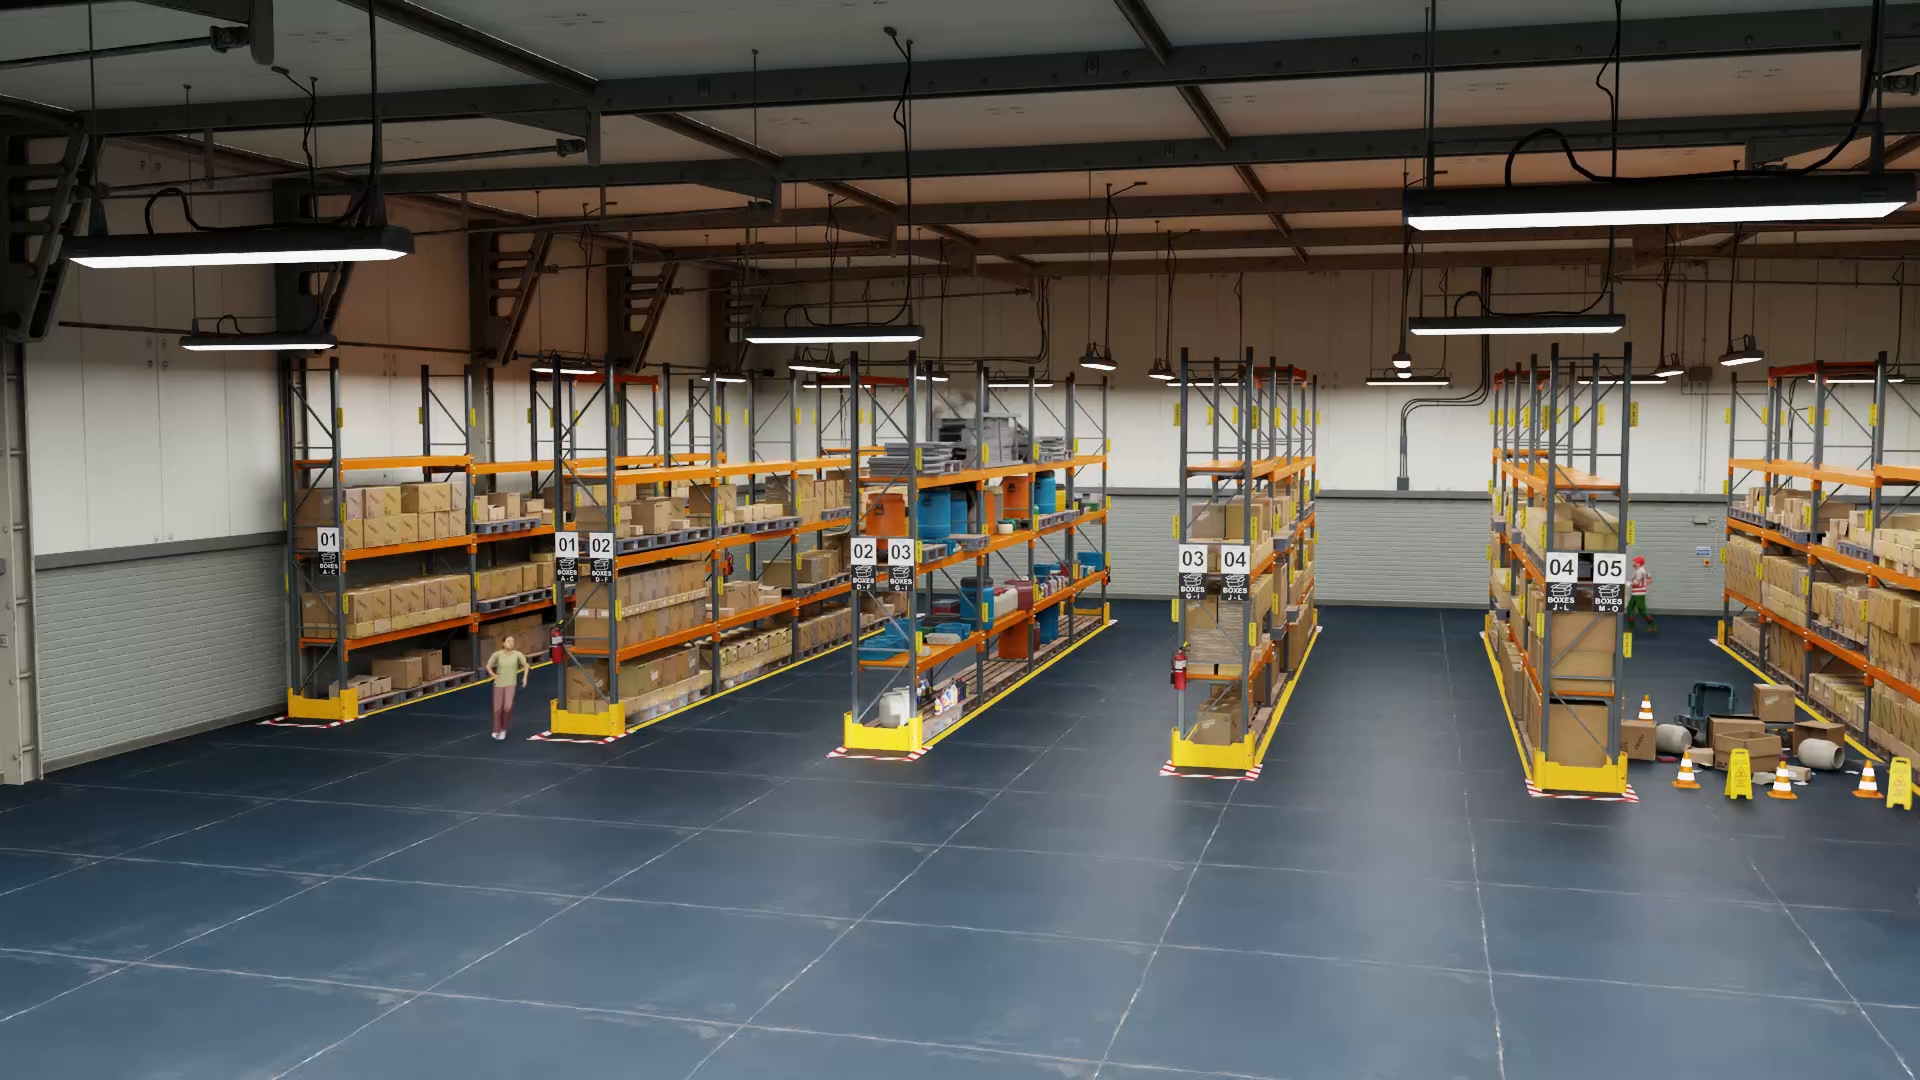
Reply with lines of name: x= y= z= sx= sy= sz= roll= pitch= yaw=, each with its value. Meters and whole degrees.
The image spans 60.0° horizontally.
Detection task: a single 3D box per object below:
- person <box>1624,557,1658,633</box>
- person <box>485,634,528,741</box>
person: x=15.710 y=1.302 z=38.396 sx=0.813 sy=1.841 sz=0.644 roll=2 pitch=5 yaw=22
person: x=-7.038 y=2.295 z=25.843 sx=0.645 sy=1.631 sz=0.607 roll=-1 pitch=4 yaw=-14
